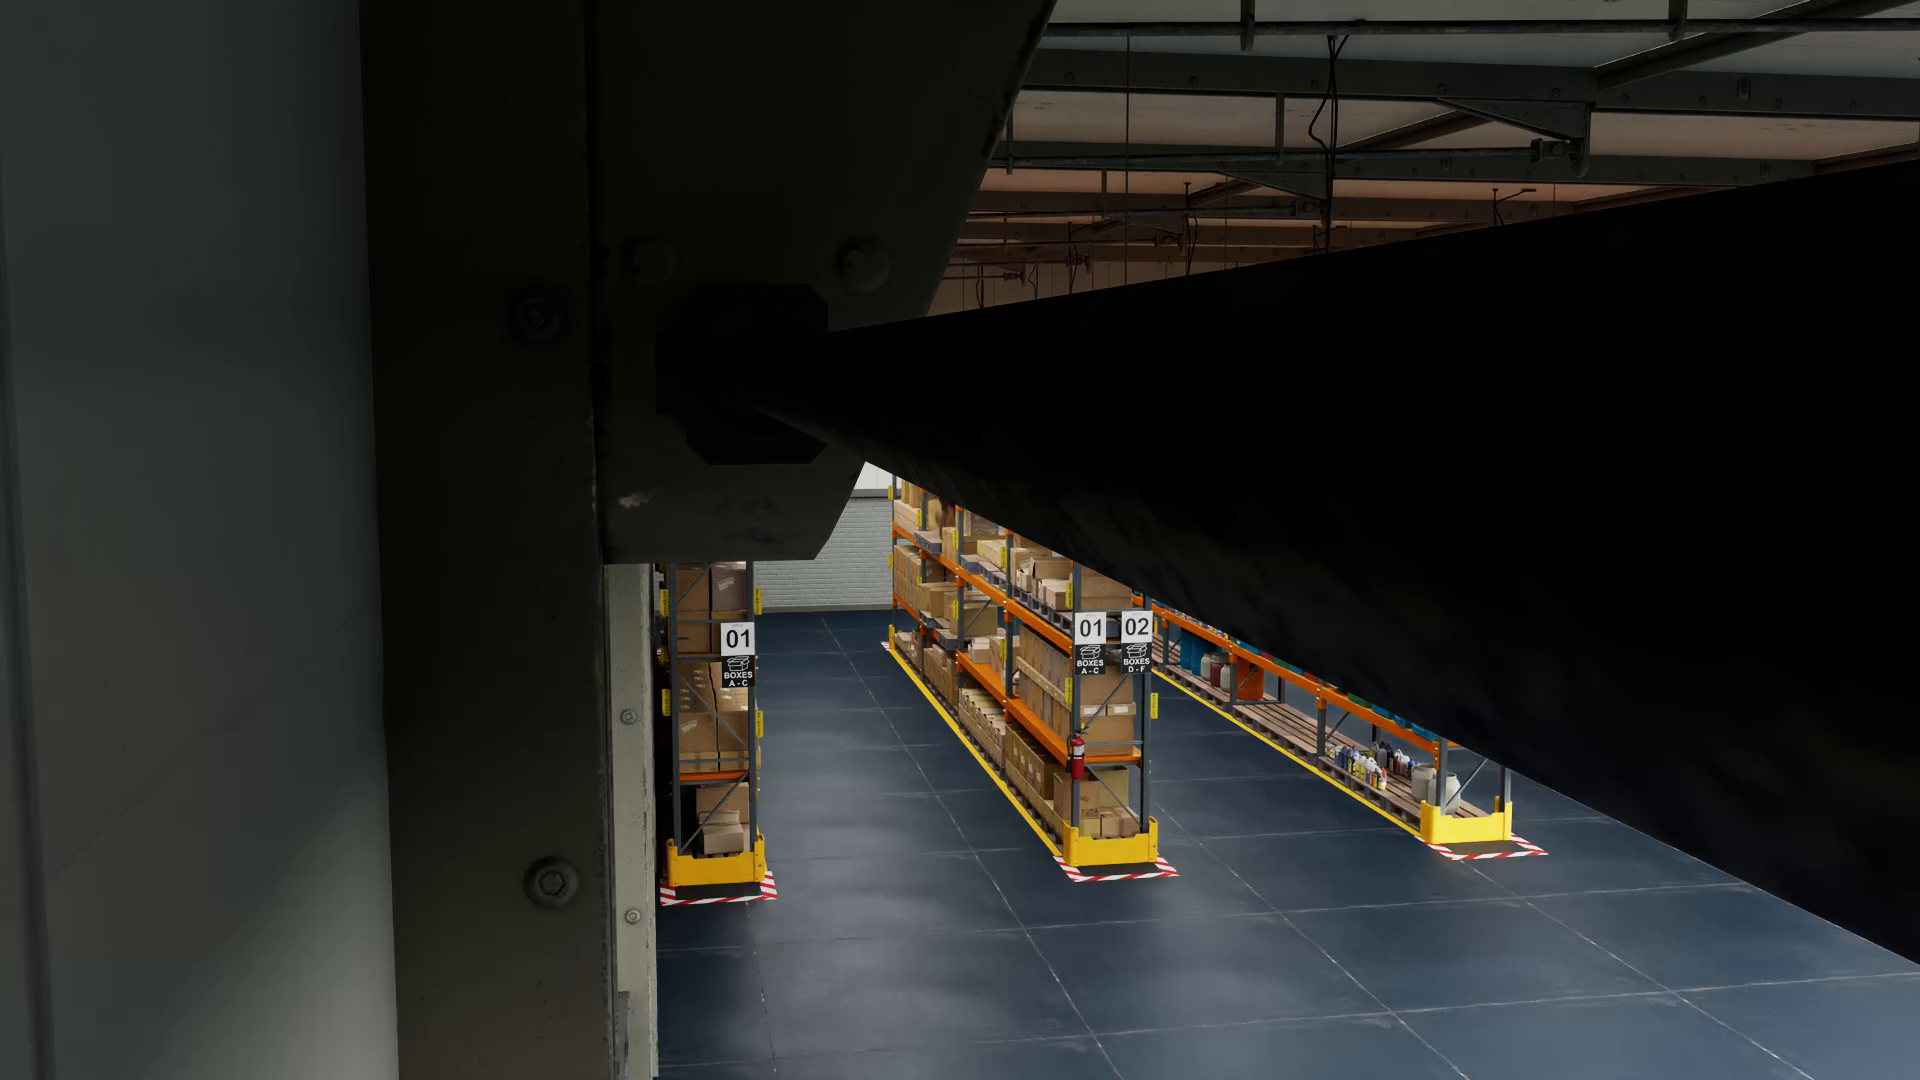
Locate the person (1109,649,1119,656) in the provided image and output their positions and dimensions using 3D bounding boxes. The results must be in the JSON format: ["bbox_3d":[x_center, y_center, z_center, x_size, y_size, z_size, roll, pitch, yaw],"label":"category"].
[{"bbox_3d":[3.057,1.945,33.047,0.588,1.714,0.711,0,6,-2],"label":"person"}]
